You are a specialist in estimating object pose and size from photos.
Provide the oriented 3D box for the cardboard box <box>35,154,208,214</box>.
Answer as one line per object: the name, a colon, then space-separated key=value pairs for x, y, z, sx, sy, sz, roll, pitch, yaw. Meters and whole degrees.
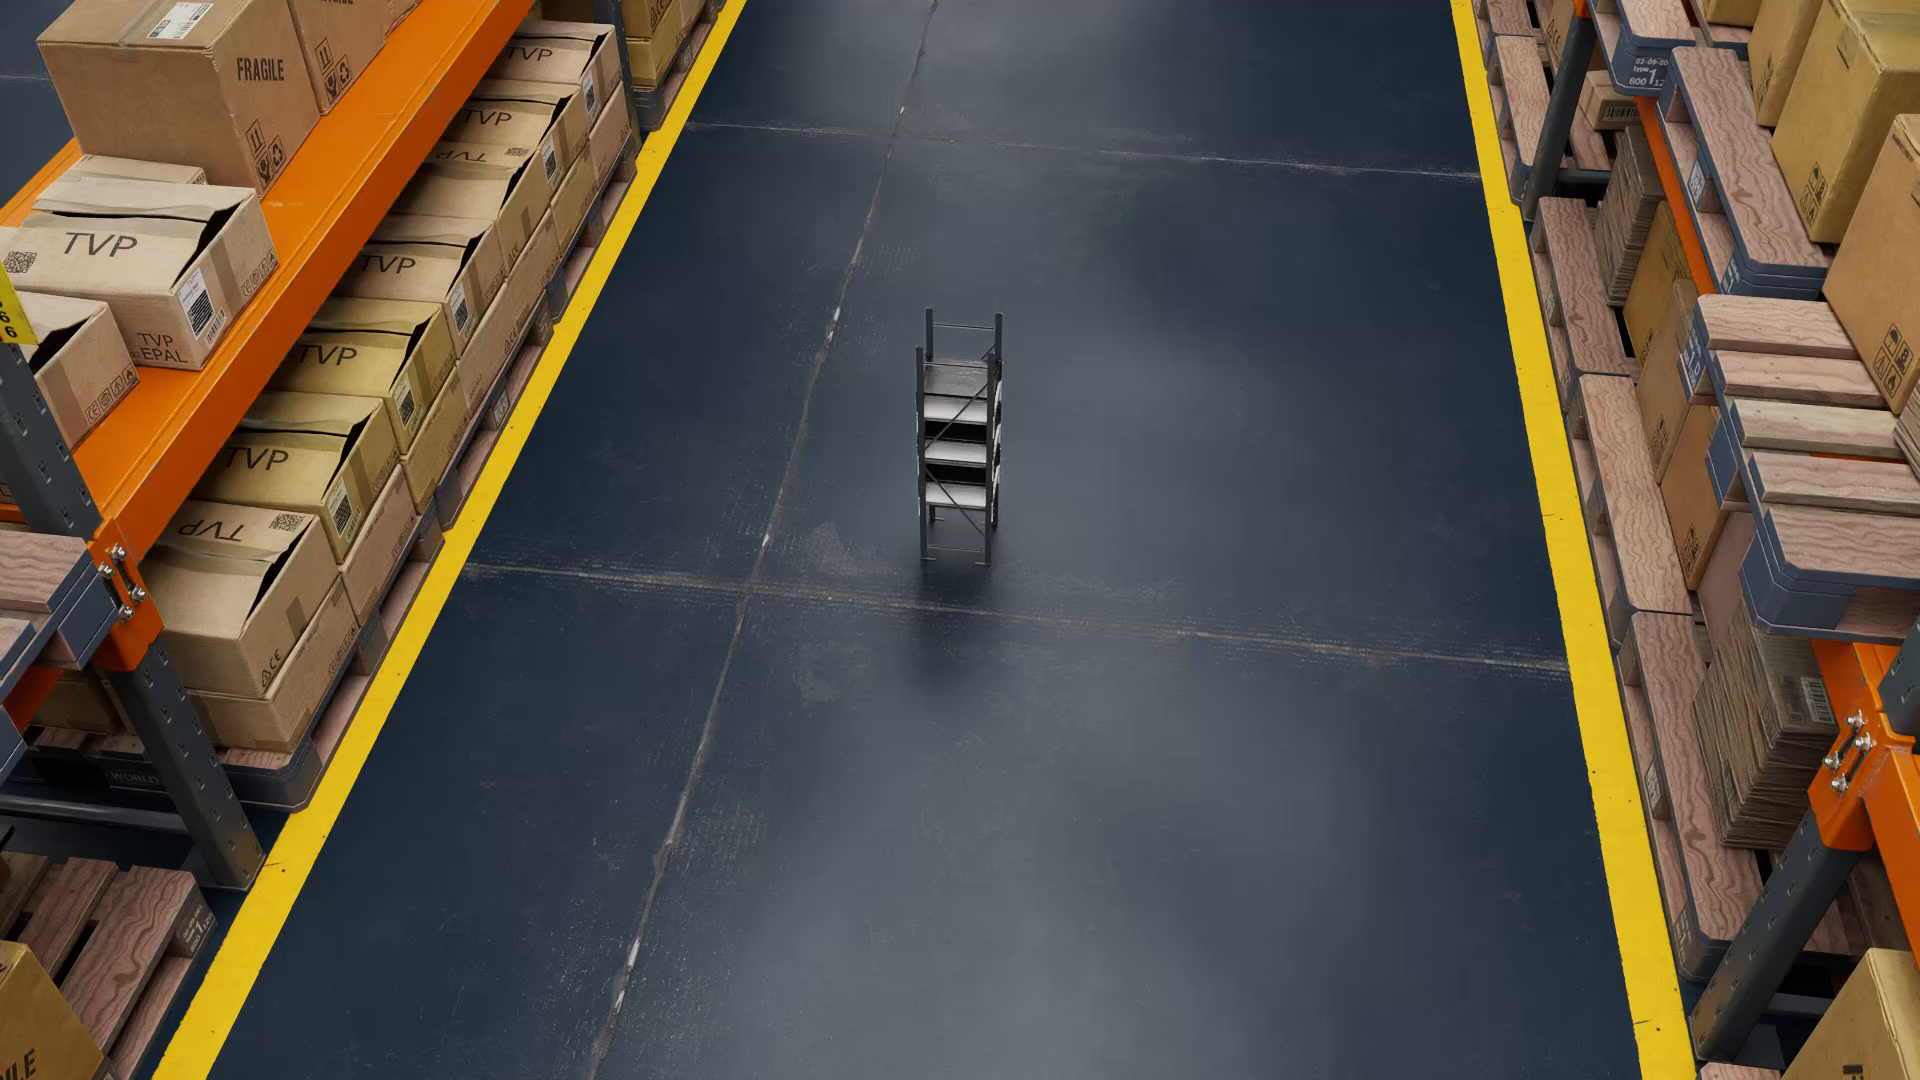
cardboard box: x=-2.384 y=-0.961 z=4.766 sx=0.380 sy=0.149 sz=0.250 roll=8 pitch=44 yaw=9

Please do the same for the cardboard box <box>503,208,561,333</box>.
cardboard box: x=-1.871 y=-1.056 z=6.378 sx=0.500 sy=0.250 sz=0.500 roll=6 pitch=44 yaw=6

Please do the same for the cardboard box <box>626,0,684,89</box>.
cardboard box: x=-1.606 y=-2.347 z=7.742 sx=0.500 sy=0.250 sz=0.500 roll=5 pitch=44 yaw=6

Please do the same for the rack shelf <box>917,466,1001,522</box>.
rack shelf: x=-0.001 y=-0.166 z=5.581 sx=0.258 sy=0.077 sz=0.200 roll=5 pitch=44 yaw=6

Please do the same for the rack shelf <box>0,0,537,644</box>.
rack shelf: x=-2.232 y=-1.280 z=5.444 sx=1.077 sy=0.370 sz=4.000 roll=5 pitch=44 yaw=6

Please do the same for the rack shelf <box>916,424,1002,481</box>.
rack shelf: x=-0.001 y=-0.297 z=5.458 sx=0.258 sy=0.077 sz=0.200 roll=5 pitch=44 yaw=6

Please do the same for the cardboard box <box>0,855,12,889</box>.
cardboard box: x=-2.840 y=0.854 z=4.165 sx=0.500 sy=0.500 sz=0.500 roll=7 pitch=44 yaw=7

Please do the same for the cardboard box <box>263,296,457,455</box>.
cardboard box: x=-2.005 y=-0.573 z=5.460 sx=0.500 sy=0.311 sz=0.500 roll=4 pitch=44 yaw=4

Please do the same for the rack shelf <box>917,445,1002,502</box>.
rack shelf: x=-0.001 y=-0.232 z=5.520 sx=0.258 sy=0.077 sz=0.200 roll=5 pitch=44 yaw=6

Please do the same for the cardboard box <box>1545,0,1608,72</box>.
cardboard box: x=3.041 y=-2.420 z=7.622 sx=0.500 sy=0.500 sz=0.500 roll=2 pitch=43 yaw=2

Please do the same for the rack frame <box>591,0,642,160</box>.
rack frame: x=-1.968 y=-2.905 z=6.636 sx=1.000 sy=3.000 sz=0.127 roll=5 pitch=44 yaw=6

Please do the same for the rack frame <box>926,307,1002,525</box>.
rack frame: x=0.012 y=-0.391 z=5.508 sx=0.240 sy=0.900 sz=0.006 roll=5 pitch=44 yaw=6

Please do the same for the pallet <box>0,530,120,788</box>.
pallet: x=-2.516 y=0.360 z=3.328 sx=1.213 sy=0.211 sz=1.003 roll=5 pitch=44 yaw=6

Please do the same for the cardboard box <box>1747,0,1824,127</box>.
cardboard box: x=2.705 y=-1.477 z=4.736 sx=0.700 sy=0.500 sz=0.500 roll=11 pitch=45 yaw=11

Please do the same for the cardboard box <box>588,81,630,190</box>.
cardboard box: x=-1.735 y=-1.750 z=7.111 sx=0.500 sy=0.250 sz=0.500 roll=5 pitch=44 yaw=5

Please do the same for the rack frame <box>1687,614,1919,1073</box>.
rack frame: x=2.414 y=0.269 z=3.284 sx=1.000 sy=3.000 sz=0.127 roll=5 pitch=44 yaw=6

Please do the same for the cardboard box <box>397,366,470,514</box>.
cardboard box: x=-2.008 y=-0.360 z=5.643 sx=0.500 sy=0.250 sz=0.500 roll=4 pitch=44 yaw=4

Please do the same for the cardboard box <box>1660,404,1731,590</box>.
cardboard box: x=2.679 y=-0.160 z=5.235 sx=0.700 sy=0.500 sz=0.500 roll=5 pitch=44 yaw=5

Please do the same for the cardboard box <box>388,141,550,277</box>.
cardboard box: x=-1.868 y=-1.265 z=6.191 sx=0.500 sy=0.311 sz=0.500 roll=5 pitch=44 yaw=5

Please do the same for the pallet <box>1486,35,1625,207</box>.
pallet: x=2.997 y=-1.905 z=7.609 sx=1.003 sy=0.211 sz=1.213 roll=5 pitch=44 yaw=6

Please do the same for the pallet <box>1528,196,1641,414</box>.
pallet: x=2.842 y=-0.914 z=6.561 sx=1.003 sy=0.211 sz=1.213 roll=5 pitch=44 yaw=6

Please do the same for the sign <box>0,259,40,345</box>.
sign: x=-1.957 y=-0.527 z=3.341 sx=0.100 sy=0.325 sz=0.005 roll=5 pitch=44 yaw=6

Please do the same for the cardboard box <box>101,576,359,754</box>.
cardboard box: x=-2.136 y=0.337 z=4.907 sx=0.500 sy=0.250 sz=0.500 roll=5 pitch=44 yaw=5

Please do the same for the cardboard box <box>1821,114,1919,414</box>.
cardboard box: x=2.514 y=-0.631 z=3.842 sx=0.700 sy=0.500 sz=0.500 roll=1 pitch=43 yaw=2

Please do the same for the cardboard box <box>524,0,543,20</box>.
cardboard box: x=-2.123 y=-2.394 z=7.792 sx=0.500 sy=0.250 sz=0.500 roll=5 pitch=44 yaw=6

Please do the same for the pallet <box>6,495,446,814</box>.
pallet: x=-2.349 y=0.277 z=5.304 sx=1.003 sy=0.211 sz=1.213 roll=5 pitch=44 yaw=6

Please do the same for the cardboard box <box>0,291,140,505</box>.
cardboard box: x=-2.405 y=-0.390 z=4.045 sx=0.500 sy=0.311 sz=0.500 roll=8 pitch=44 yaw=8

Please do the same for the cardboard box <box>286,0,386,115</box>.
cardboard box: x=-2.221 y=-1.719 z=5.311 sx=0.500 sy=0.500 sz=0.500 roll=5 pitch=44 yaw=6

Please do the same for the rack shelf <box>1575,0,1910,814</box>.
rack shelf: x=2.679 y=-0.833 z=4.971 sx=1.077 sy=0.370 sz=4.000 roll=5 pitch=44 yaw=6

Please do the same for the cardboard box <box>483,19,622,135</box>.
cardboard box: x=-1.737 y=-1.960 z=6.925 sx=0.500 sy=0.311 sz=0.500 roll=5 pitch=44 yaw=6

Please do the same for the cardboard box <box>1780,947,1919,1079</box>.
cardboard box: x=2.187 y=1.387 z=3.362 sx=0.750 sy=0.750 sz=0.750 roll=5 pitch=44 yaw=5

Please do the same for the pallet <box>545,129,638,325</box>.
pallet: x=-2.026 y=-1.386 z=7.061 sx=1.003 sy=0.211 sz=1.213 roll=5 pitch=44 yaw=6

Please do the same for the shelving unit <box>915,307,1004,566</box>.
shelving unit: x=-0.001 y=-0.321 z=5.435 sx=0.258 sy=0.900 sz=0.210 roll=5 pitch=44 yaw=6

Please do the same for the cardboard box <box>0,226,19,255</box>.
cardboard box: x=-2.651 y=-0.725 z=4.517 sx=0.380 sy=0.149 sz=0.250 roll=5 pitch=44 yaw=6

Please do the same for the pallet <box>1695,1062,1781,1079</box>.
pallet: x=2.235 y=1.812 z=3.682 sx=1.003 sy=0.211 sz=1.213 roll=5 pitch=44 yaw=6

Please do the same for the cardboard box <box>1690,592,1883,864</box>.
cardboard box: x=2.458 y=0.522 z=4.515 sx=0.700 sy=0.500 sz=0.500 roll=6 pitch=44 yaw=6

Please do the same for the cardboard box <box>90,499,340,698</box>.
cardboard box: x=-2.136 y=0.134 z=4.714 sx=0.500 sy=0.311 sz=0.500 roll=7 pitch=44 yaw=7

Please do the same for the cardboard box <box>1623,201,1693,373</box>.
cardboard box: x=2.844 y=-0.849 z=5.963 sx=0.700 sy=0.500 sz=0.500 roll=4 pitch=44 yaw=5

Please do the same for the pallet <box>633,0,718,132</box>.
pallet: x=-1.821 y=-2.430 z=8.163 sx=1.003 sy=0.211 sz=1.213 roll=5 pitch=44 yaw=6

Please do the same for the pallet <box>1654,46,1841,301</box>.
pallet: x=2.635 y=-1.014 z=4.779 sx=1.003 sy=0.211 sz=1.213 roll=5 pitch=44 yaw=6
